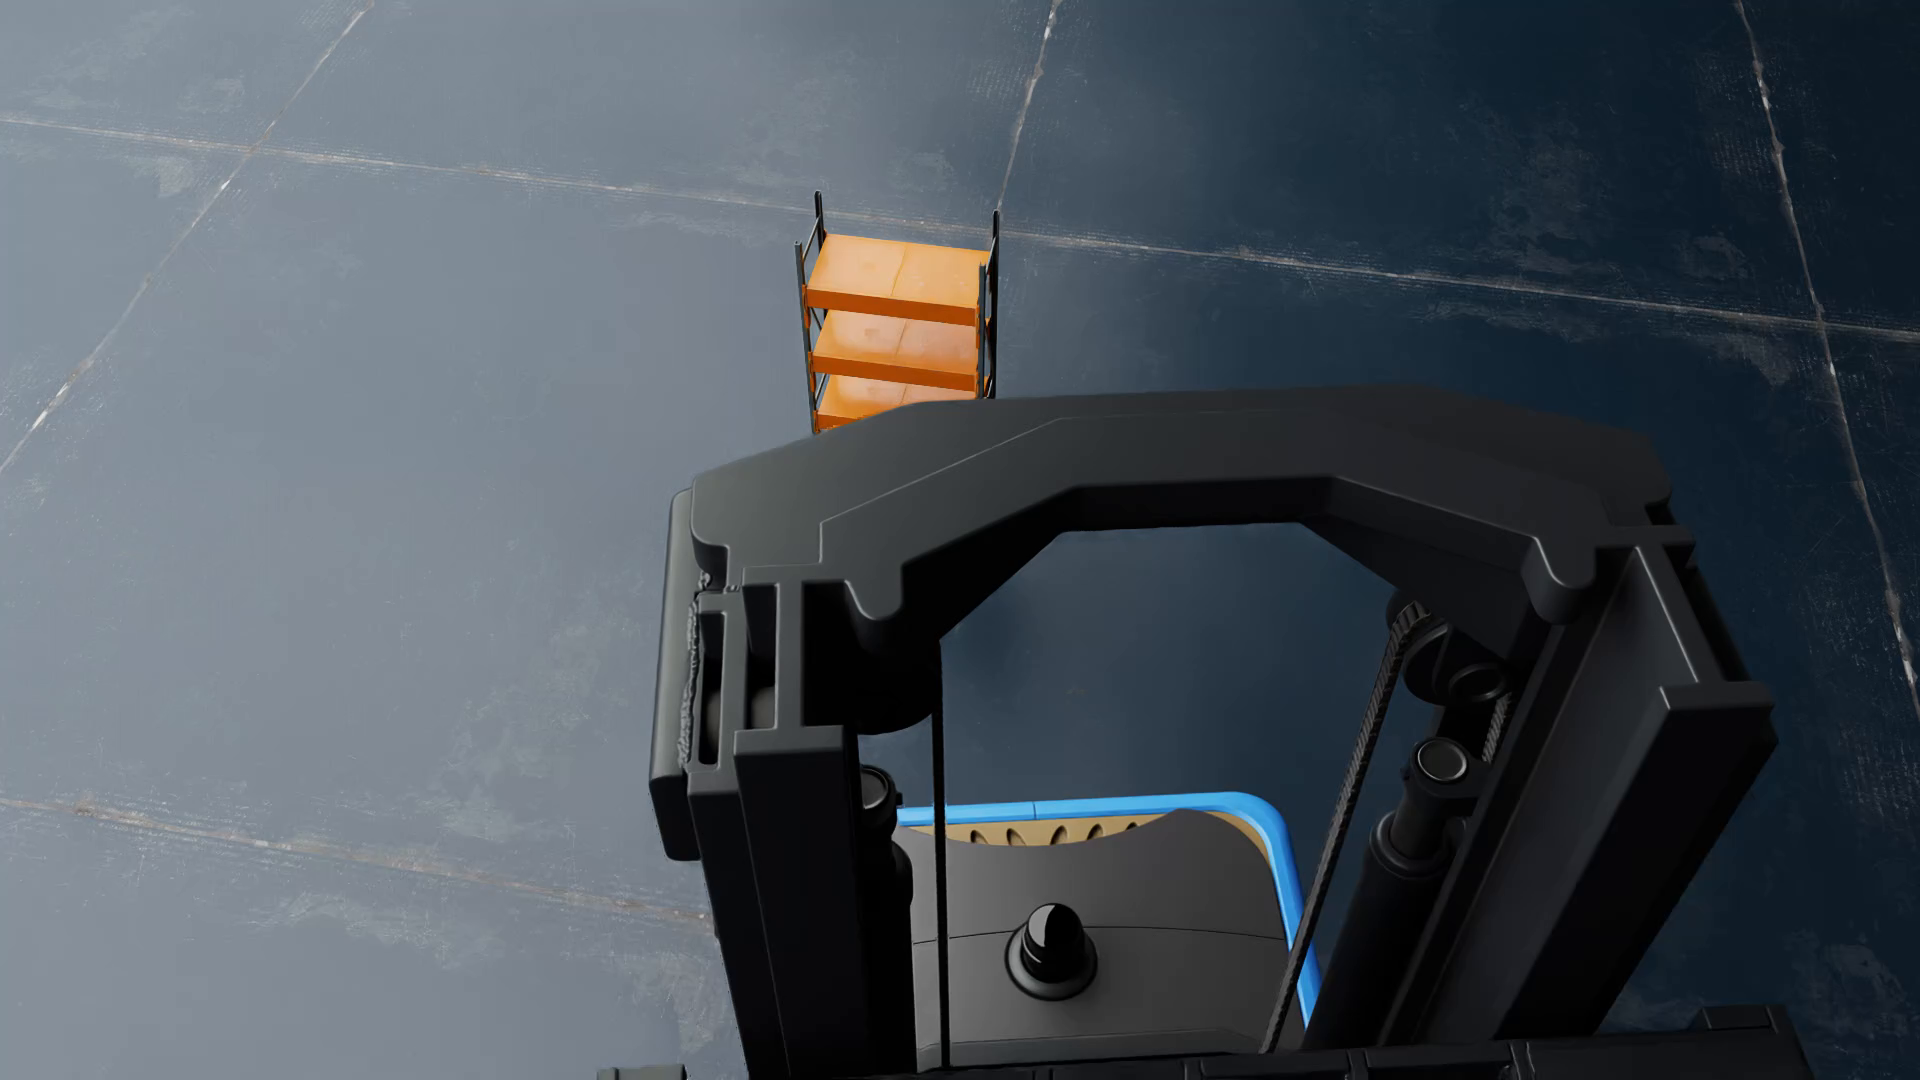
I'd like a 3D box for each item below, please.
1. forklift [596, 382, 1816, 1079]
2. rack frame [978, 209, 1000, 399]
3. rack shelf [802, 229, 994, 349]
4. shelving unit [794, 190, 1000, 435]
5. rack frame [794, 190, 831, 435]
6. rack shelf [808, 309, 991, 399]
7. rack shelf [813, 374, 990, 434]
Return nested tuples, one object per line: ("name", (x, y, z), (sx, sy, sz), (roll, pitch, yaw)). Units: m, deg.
("forklift", (0.234, 1.361, 2.057), (1.130, 2.935, 3.031), (-3, 48, -2))
("rack frame", (0.077, -0.391, 4.794), (0.015, 1.200, 0.240), (8, 49, 7))
("rack shelf", (-0.163, -0.686, 4.531), (0.480, 0.148, 0.258), (8, 49, 7))
("shelving unit", (-0.163, -0.423, 4.823), (0.503, 1.200, 0.258), (8, 49, 7))
("rack frame", (-0.403, -0.455, 4.852), (0.015, 1.200, 0.240), (8, 49, 7))
("rack shelf", (-0.163, -0.527, 4.707), (0.480, 0.148, 0.258), (8, 49, 7))
("rack shelf", (-0.163, -0.378, 4.873), (0.480, 0.148, 0.258), (8, 49, 7))
